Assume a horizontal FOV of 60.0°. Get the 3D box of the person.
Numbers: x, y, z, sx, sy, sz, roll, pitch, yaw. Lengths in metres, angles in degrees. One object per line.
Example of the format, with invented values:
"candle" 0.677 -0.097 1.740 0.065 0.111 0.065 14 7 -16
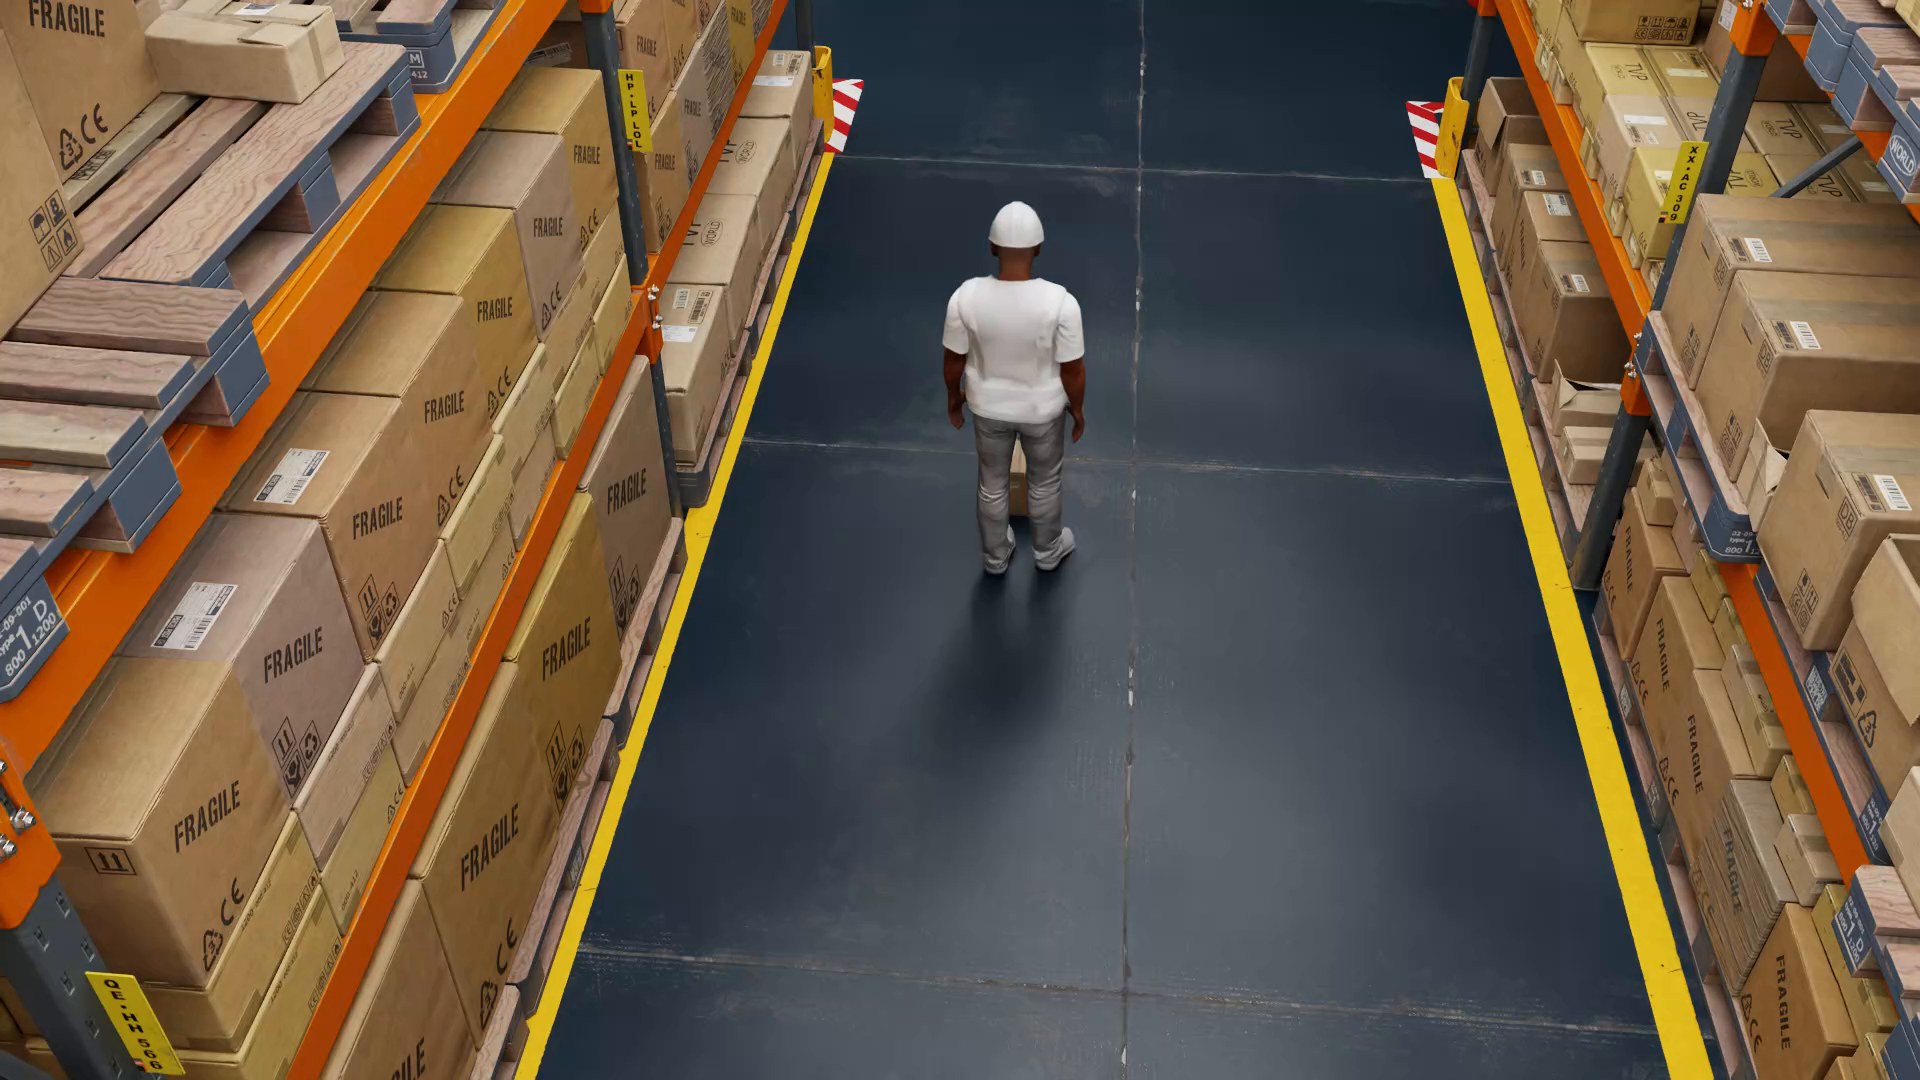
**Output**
"person" 0.234 -0.595 6.829 0.582 1.785 0.471 7 40 9
